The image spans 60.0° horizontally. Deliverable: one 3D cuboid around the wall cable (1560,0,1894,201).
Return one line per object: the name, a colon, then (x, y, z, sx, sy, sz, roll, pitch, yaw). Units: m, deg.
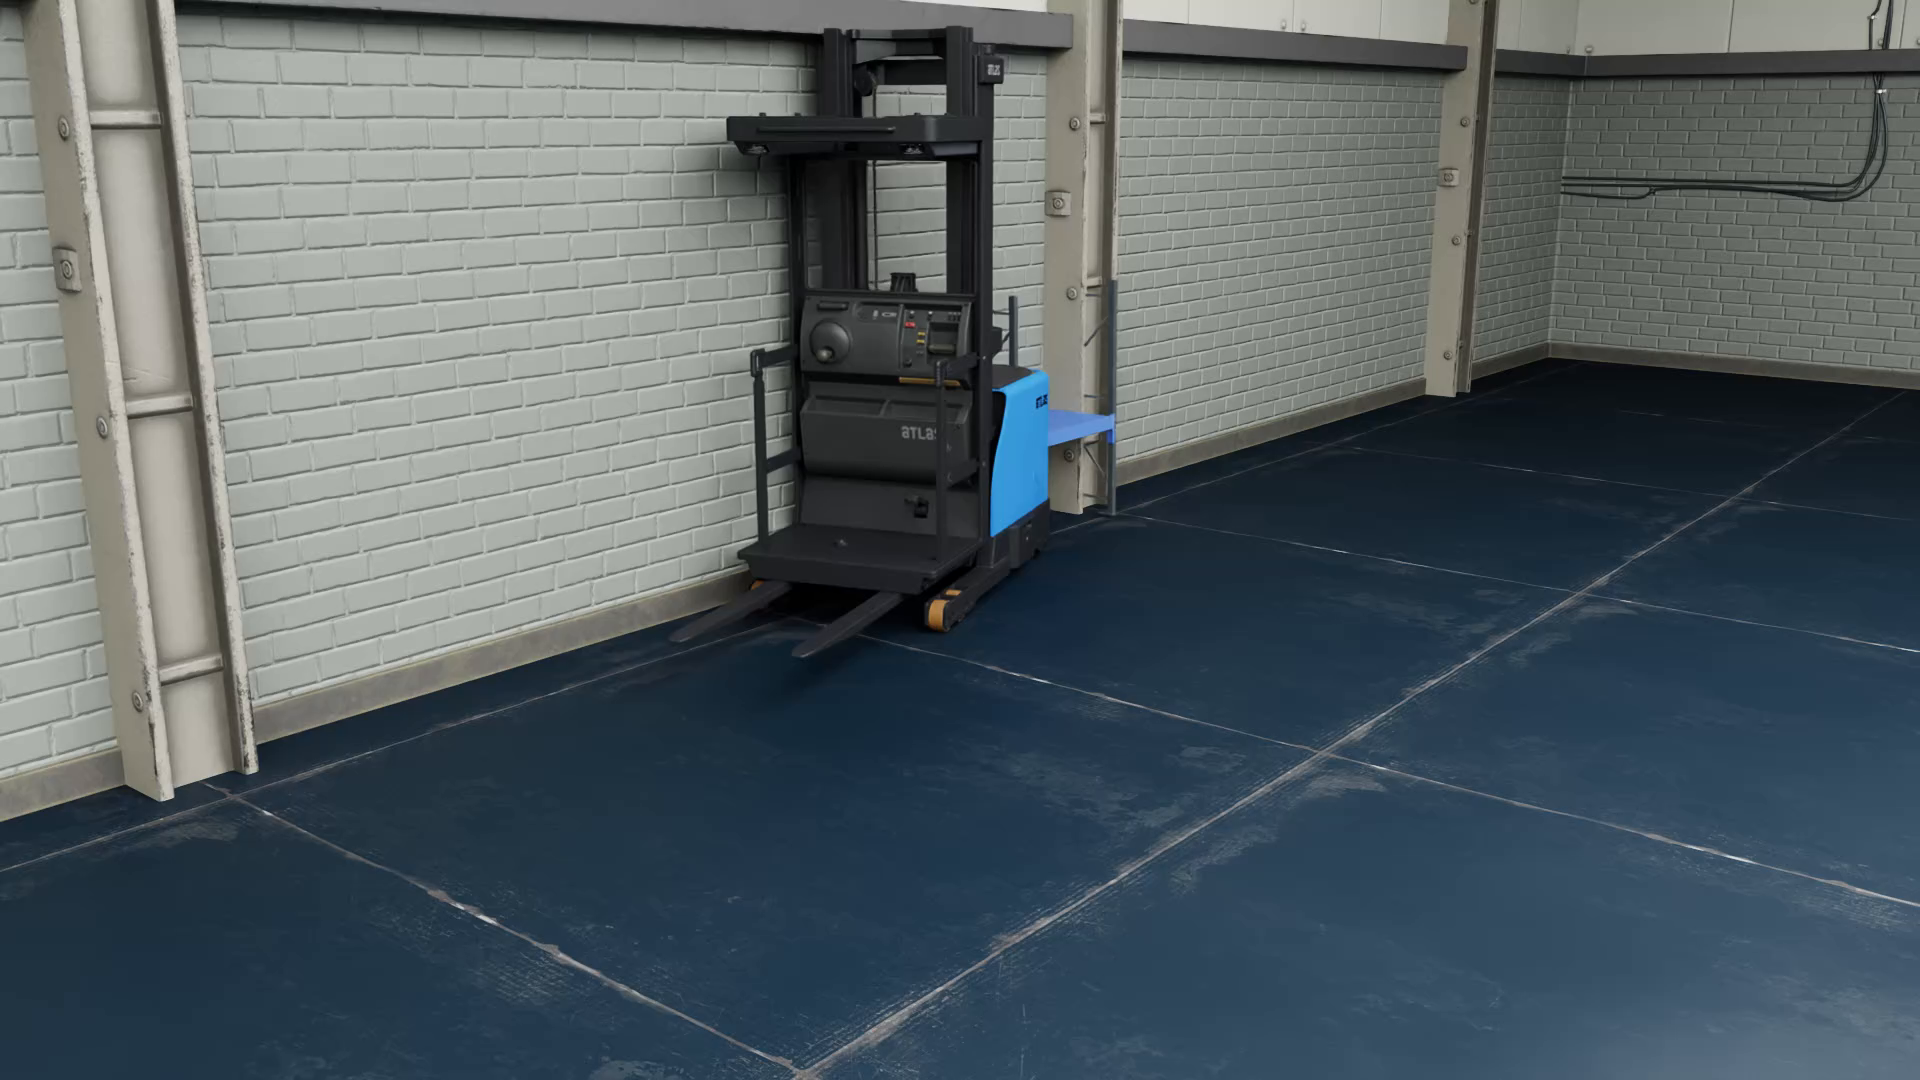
wall cable: (7.422, -4.592, 16.228, 3.097, 2.526, 0.112, 11, 18, 38)

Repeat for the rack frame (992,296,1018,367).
rack frame: (0.140, -0.709, 9.868, 0.500, 1.500, 0.032, 11, 19, 38)

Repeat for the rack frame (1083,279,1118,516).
rack frame: (0.784, -0.920, 10.625, 0.500, 1.500, 0.032, 11, 19, 38)

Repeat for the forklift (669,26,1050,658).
forklift: (-0.462, -1.075, 8.400, 1.130, 2.935, 3.031, 5, 15, 20)

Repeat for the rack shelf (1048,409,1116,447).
rack shelf: (0.465, -0.640, 10.293, 0.538, 0.185, 1.000, 11, 19, 38)

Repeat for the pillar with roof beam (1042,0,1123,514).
pillar with roof beam: (4.119, -3.922, 7.284, 9.100, 9.000, 0.400, 11, 18, 38)

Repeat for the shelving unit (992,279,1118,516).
shelving unit: (0.462, -0.814, 10.246, 0.538, 1.500, 1.048, 11, 19, 38)

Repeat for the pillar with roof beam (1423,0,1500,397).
pillar with roof beam: (7.890, -5.071, 11.807, 9.100, 9.000, 0.400, 11, 18, 38)

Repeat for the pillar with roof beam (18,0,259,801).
pillar with roof beam: (0.348, -2.773, 2.761, 9.100, 9.000, 0.400, 11, 18, 38)
